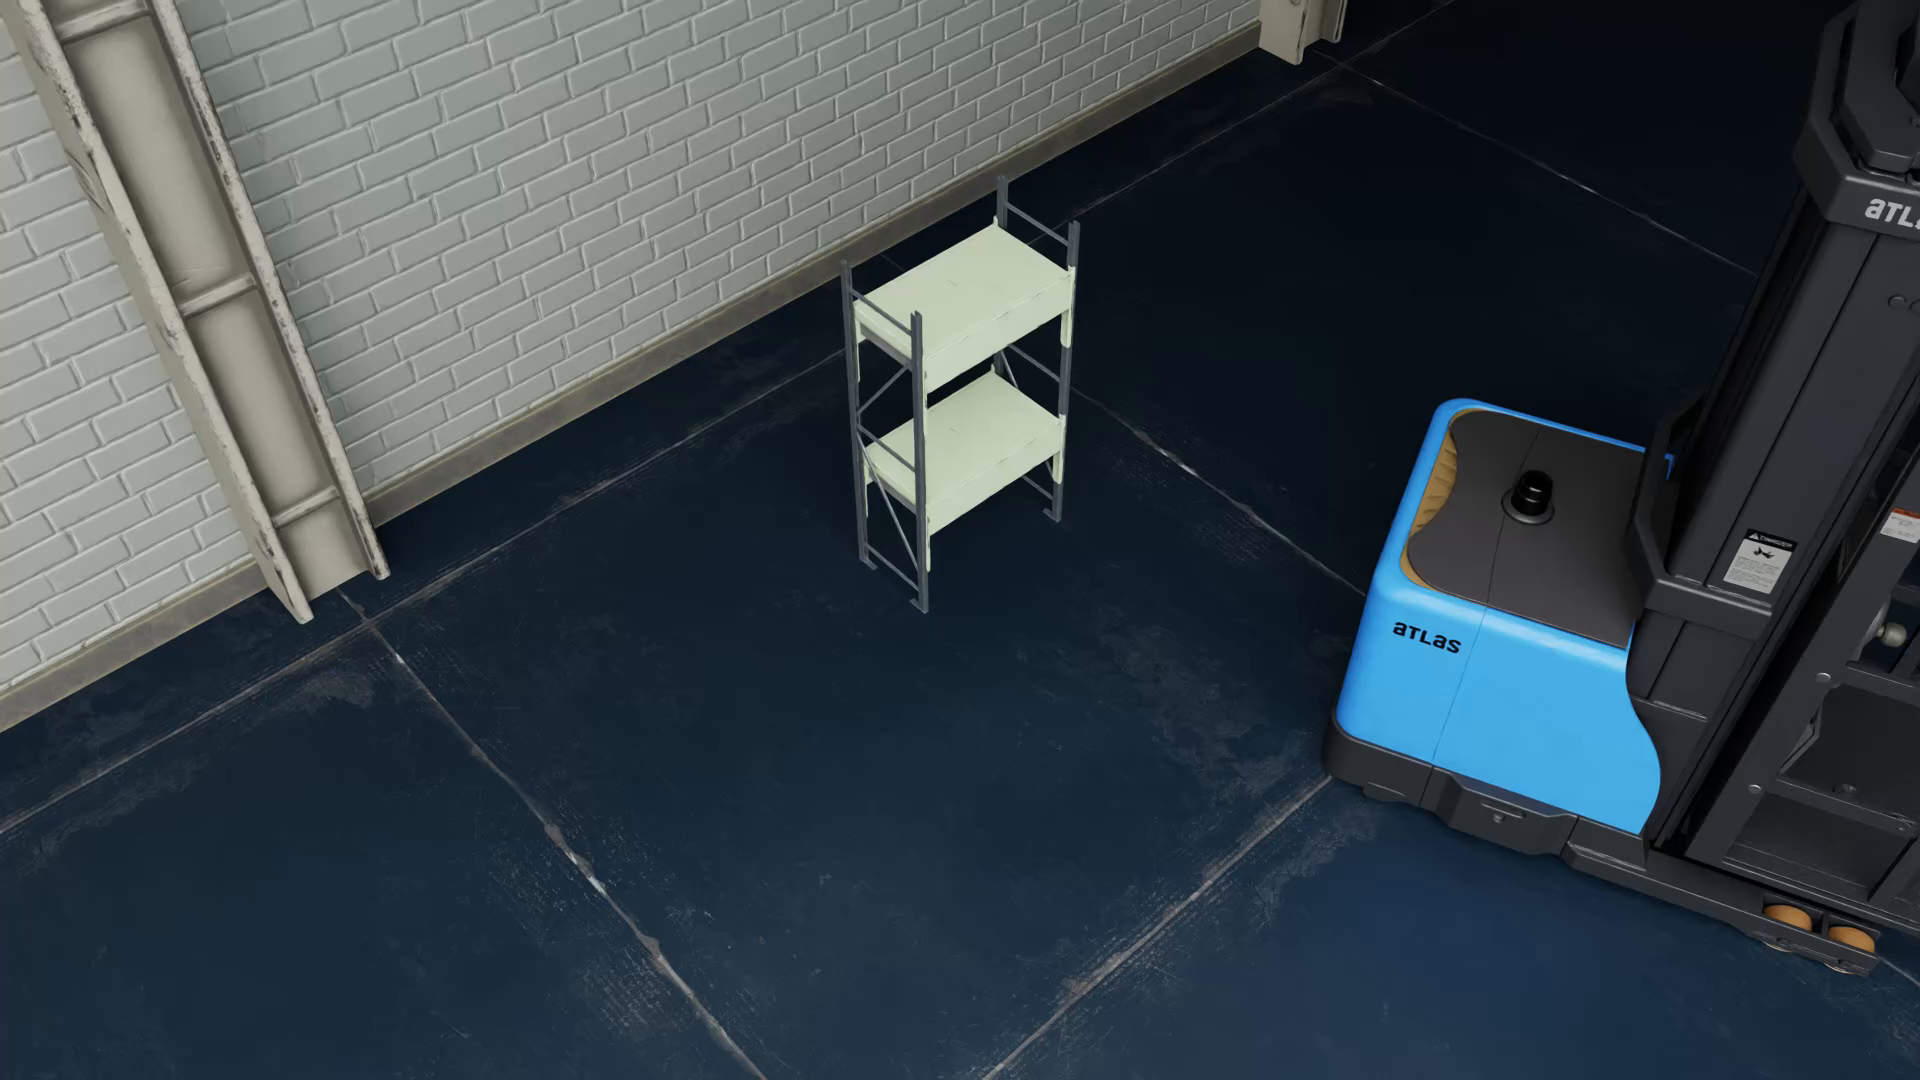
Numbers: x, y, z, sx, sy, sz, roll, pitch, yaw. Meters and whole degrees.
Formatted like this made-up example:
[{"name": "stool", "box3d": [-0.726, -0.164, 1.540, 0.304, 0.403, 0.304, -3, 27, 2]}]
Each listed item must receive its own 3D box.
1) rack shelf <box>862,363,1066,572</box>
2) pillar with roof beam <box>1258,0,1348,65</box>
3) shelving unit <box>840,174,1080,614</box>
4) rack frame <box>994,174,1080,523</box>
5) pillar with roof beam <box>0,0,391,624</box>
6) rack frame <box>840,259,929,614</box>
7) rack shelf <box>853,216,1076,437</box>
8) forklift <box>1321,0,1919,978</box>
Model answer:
[{"name": "rack shelf", "box3d": [0.005, -0.291, 6.495, 0.720, 0.370, 0.431, -34, 56, -27]}, {"name": "pillar with roof beam", "box3d": [4.805, -3.527, 3.935, 0.400, 9.000, 9.100, -34, 56, -27]}, {"name": "shelving unit", "box3d": [0.005, -0.512, 6.255, 0.755, 1.500, 0.431, -34, 56, -27]}, {"name": "rack frame", "box3d": [0.276, -0.693, 6.422, 0.023, 1.500, 0.400, -34, 56, -27]}, {"name": "pillar with roof beam", "box3d": [0.365, -0.561, 1.197, 0.400, 9.000, 9.100, -34, 56, -27]}, {"name": "rack frame", "box3d": [-0.266, -0.331, 6.088, 0.023, 1.500, 0.400, -34, 56, -27]}, {"name": "rack shelf", "box3d": [0.005, -0.777, 5.968, 0.720, 0.370, 0.431, -34, 56, -27]}, {"name": "forklift", "box3d": [2.861, -0.015, 4.823, 3.031, 2.935, 1.130, 18, 50, 16]}]
